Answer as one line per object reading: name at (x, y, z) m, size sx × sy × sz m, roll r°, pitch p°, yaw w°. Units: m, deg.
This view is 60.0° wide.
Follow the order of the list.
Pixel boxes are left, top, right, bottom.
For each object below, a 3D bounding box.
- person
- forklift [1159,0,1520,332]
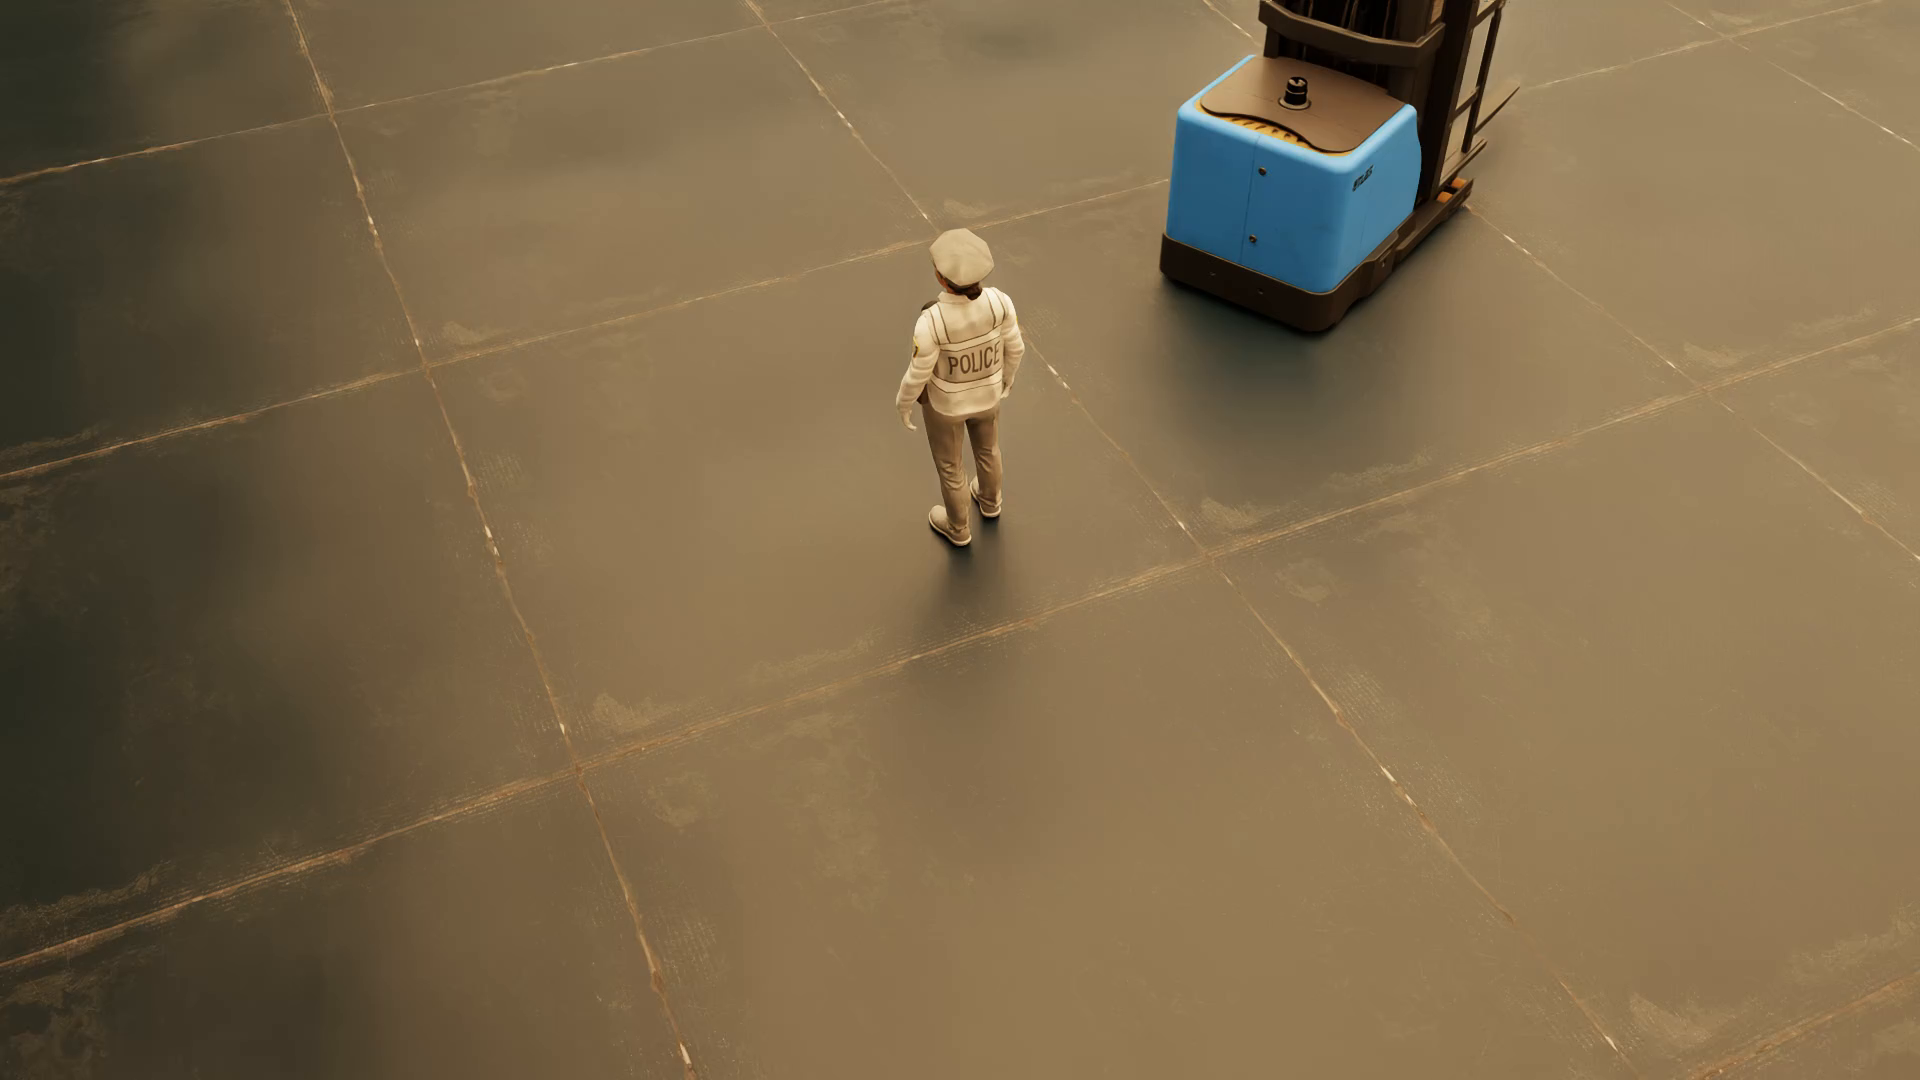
person at (-0.023, -0.669, 7.293) m, size 0.587 × 1.695 × 0.531 m, roll -18°, pitch 46°, yaw -18°
forklift at (2.410, -3.147, 9.052) m, size 1.130 × 2.935 × 3.031 m, roll 27°, pitch 49°, yaw 26°
